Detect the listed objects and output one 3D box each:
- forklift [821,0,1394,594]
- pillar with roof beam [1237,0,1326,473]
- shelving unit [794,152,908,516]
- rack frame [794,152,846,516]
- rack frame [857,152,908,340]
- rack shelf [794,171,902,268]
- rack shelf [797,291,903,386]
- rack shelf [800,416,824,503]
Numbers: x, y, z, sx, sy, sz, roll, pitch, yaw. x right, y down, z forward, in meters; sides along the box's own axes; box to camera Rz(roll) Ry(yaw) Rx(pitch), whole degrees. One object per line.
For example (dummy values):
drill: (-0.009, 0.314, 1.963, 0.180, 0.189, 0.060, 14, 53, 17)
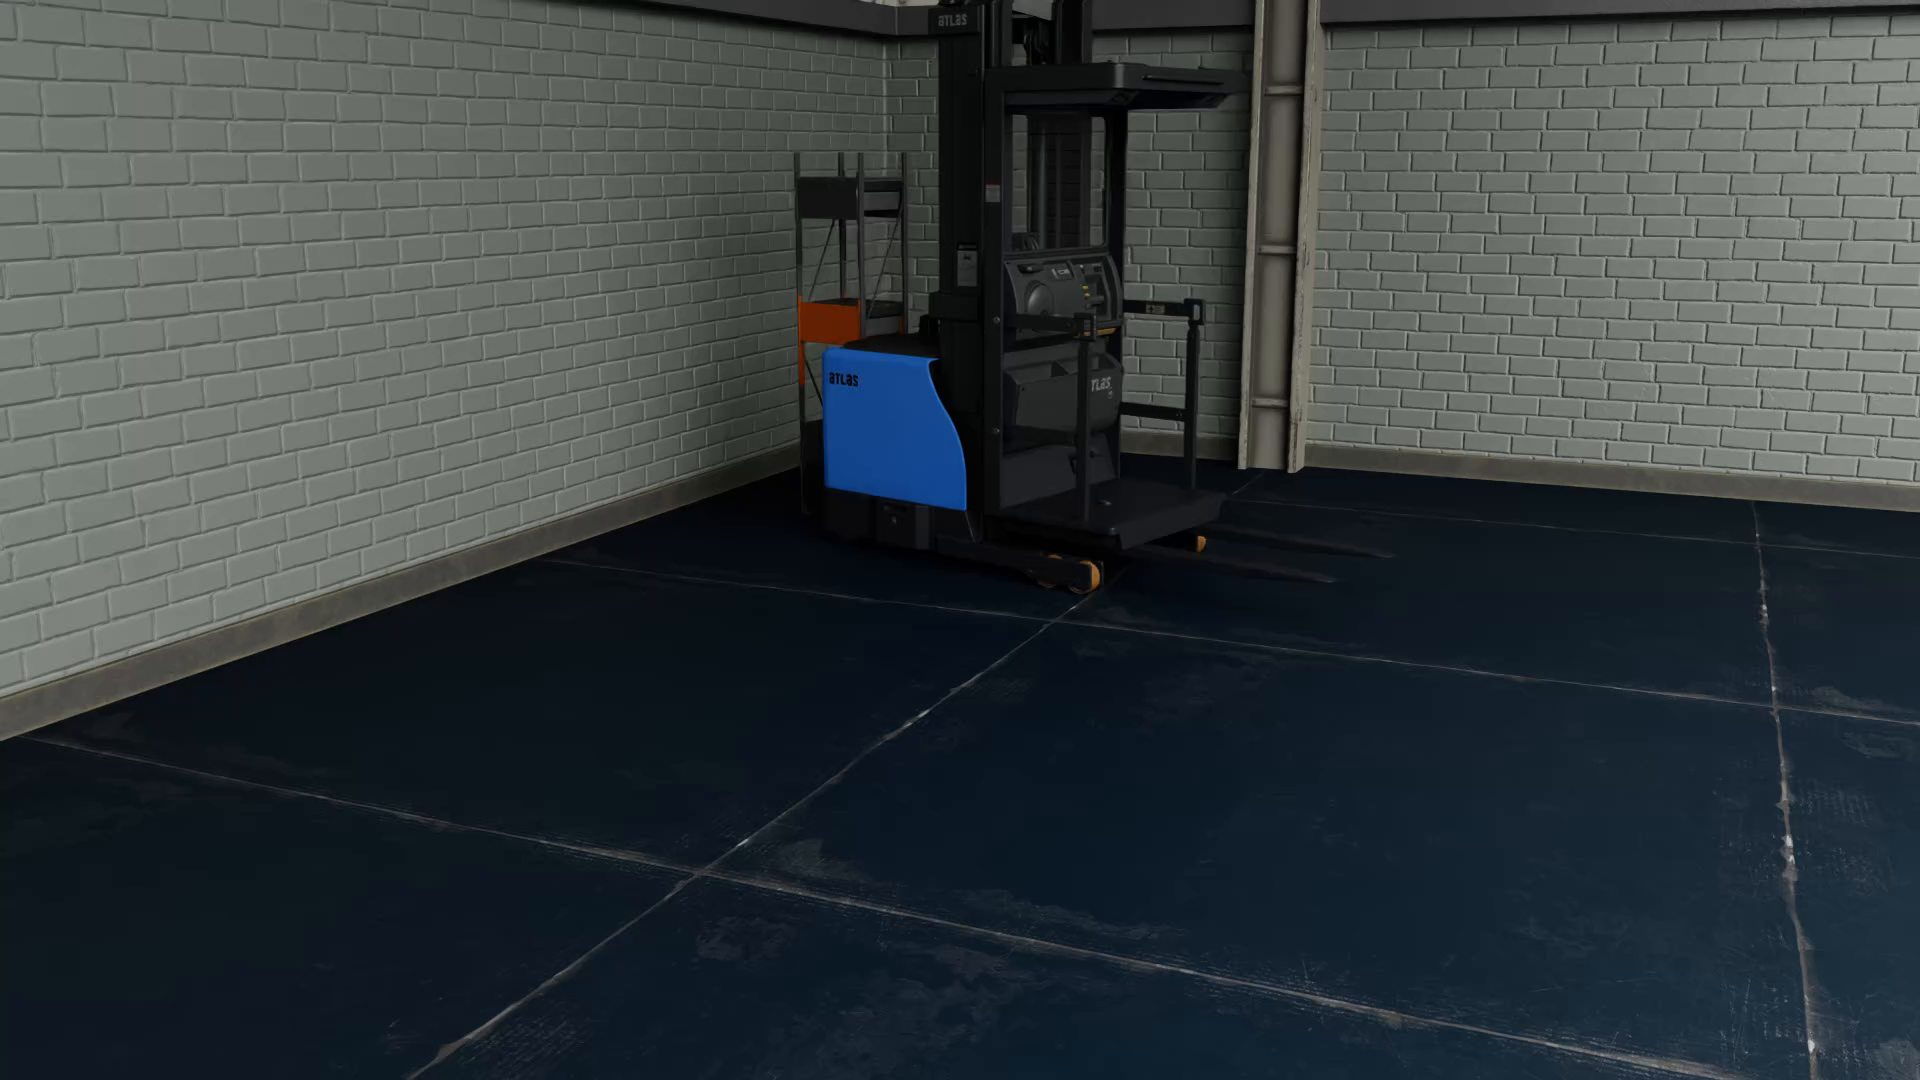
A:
forklift: (0.698, -1.298, 8.371, 3.031, 2.935, 1.130, 10, 17, 38)
pillar with roof beam: (0.386, -3.982, 6.525, 0.400, 9.000, 9.100, 6, 14, 23)
shelving unit: (-0.620, -1.168, 9.635, 0.503, 2.100, 0.431, 10, 17, 38)
rack frame: (-0.810, -1.203, 9.784, 0.015, 2.100, 0.400, 10, 17, 38)
rack frame: (-0.430, -1.133, 9.486, 0.015, 2.100, 0.400, 10, 17, 38)
rack shelf: (-0.620, -1.836, 9.478, 0.480, 0.518, 0.431, 10, 17, 38)
rack shelf: (-0.620, -1.154, 9.638, 0.480, 0.518, 0.431, 10, 17, 38)
rack shelf: (-0.620, -0.473, 9.798, 0.480, 0.518, 0.431, 10, 17, 38)
